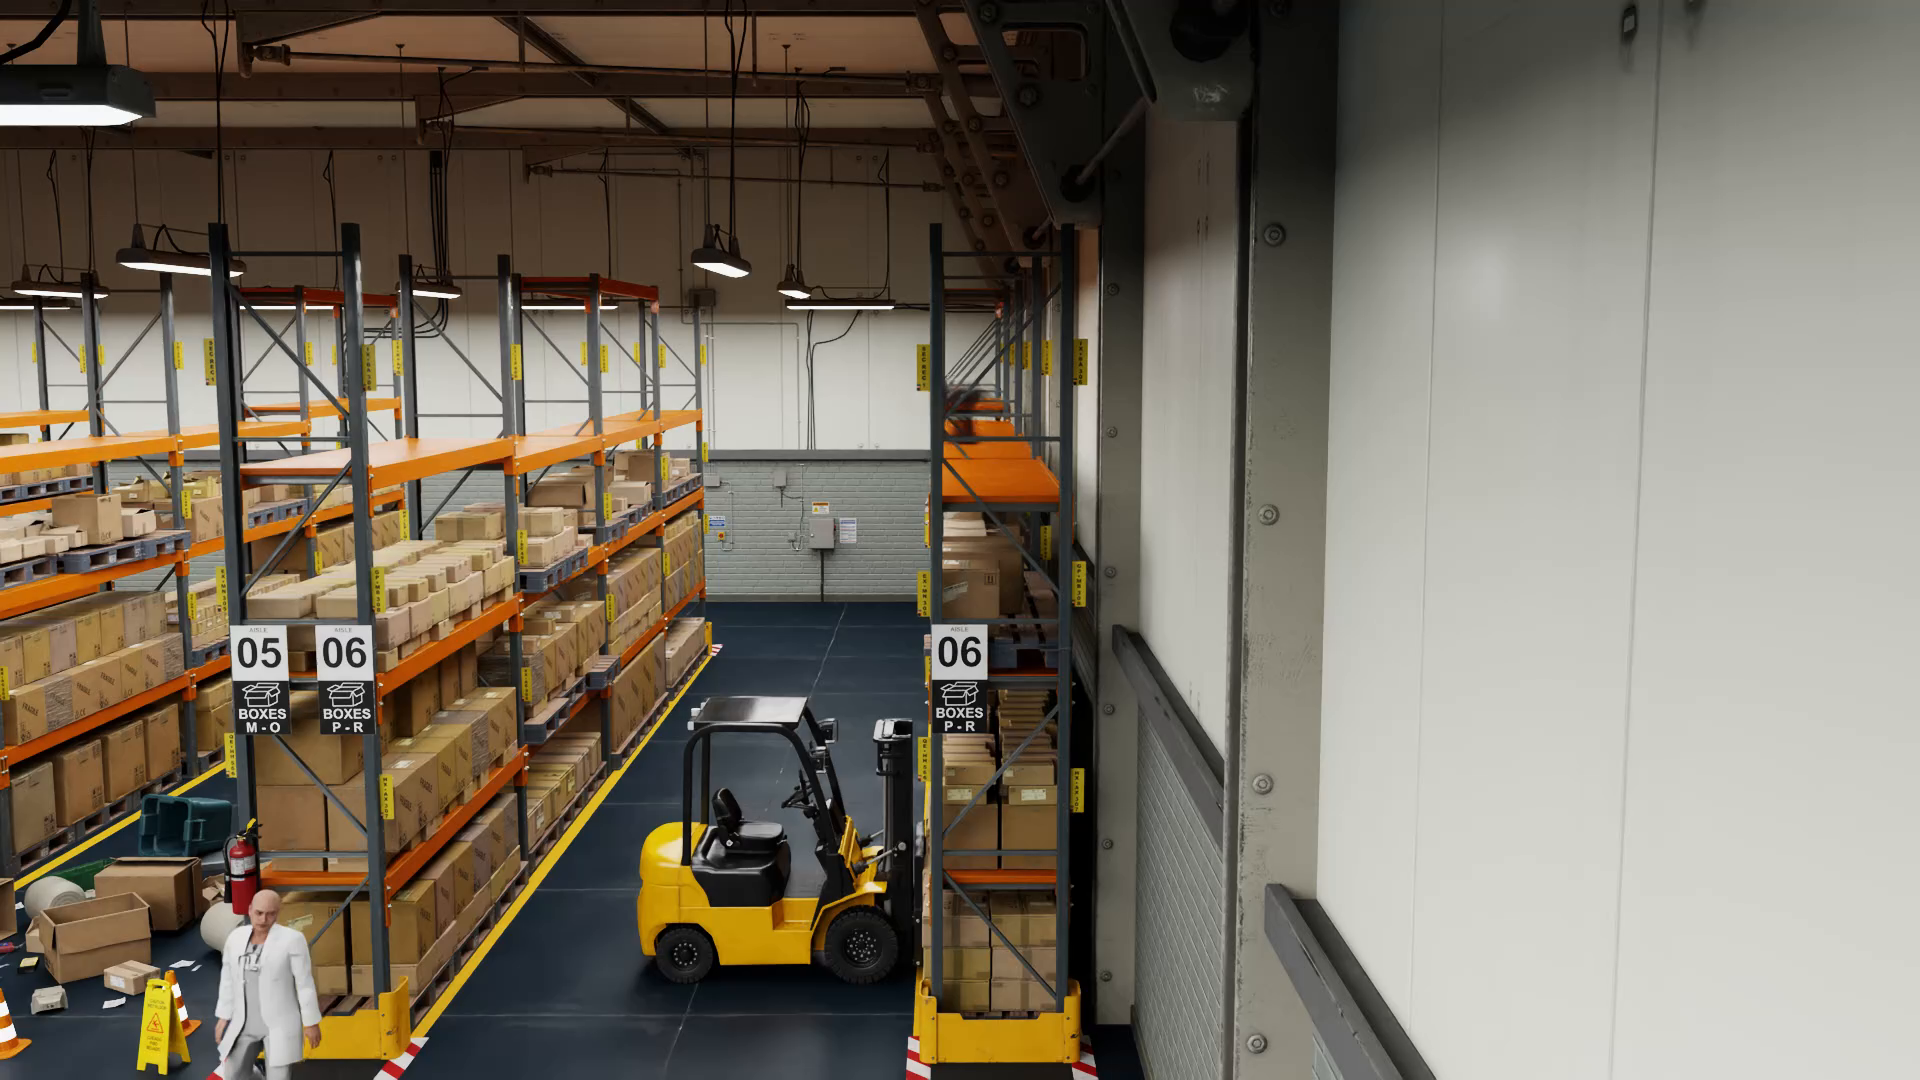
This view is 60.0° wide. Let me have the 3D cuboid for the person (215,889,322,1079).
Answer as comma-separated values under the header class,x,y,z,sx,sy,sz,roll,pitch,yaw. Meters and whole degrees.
class,x,y,z,sx,sy,sz,roll,pitch,yaw
person,-4.471,3.058,10.627,0.834,1.755,0.707,1,7,8
